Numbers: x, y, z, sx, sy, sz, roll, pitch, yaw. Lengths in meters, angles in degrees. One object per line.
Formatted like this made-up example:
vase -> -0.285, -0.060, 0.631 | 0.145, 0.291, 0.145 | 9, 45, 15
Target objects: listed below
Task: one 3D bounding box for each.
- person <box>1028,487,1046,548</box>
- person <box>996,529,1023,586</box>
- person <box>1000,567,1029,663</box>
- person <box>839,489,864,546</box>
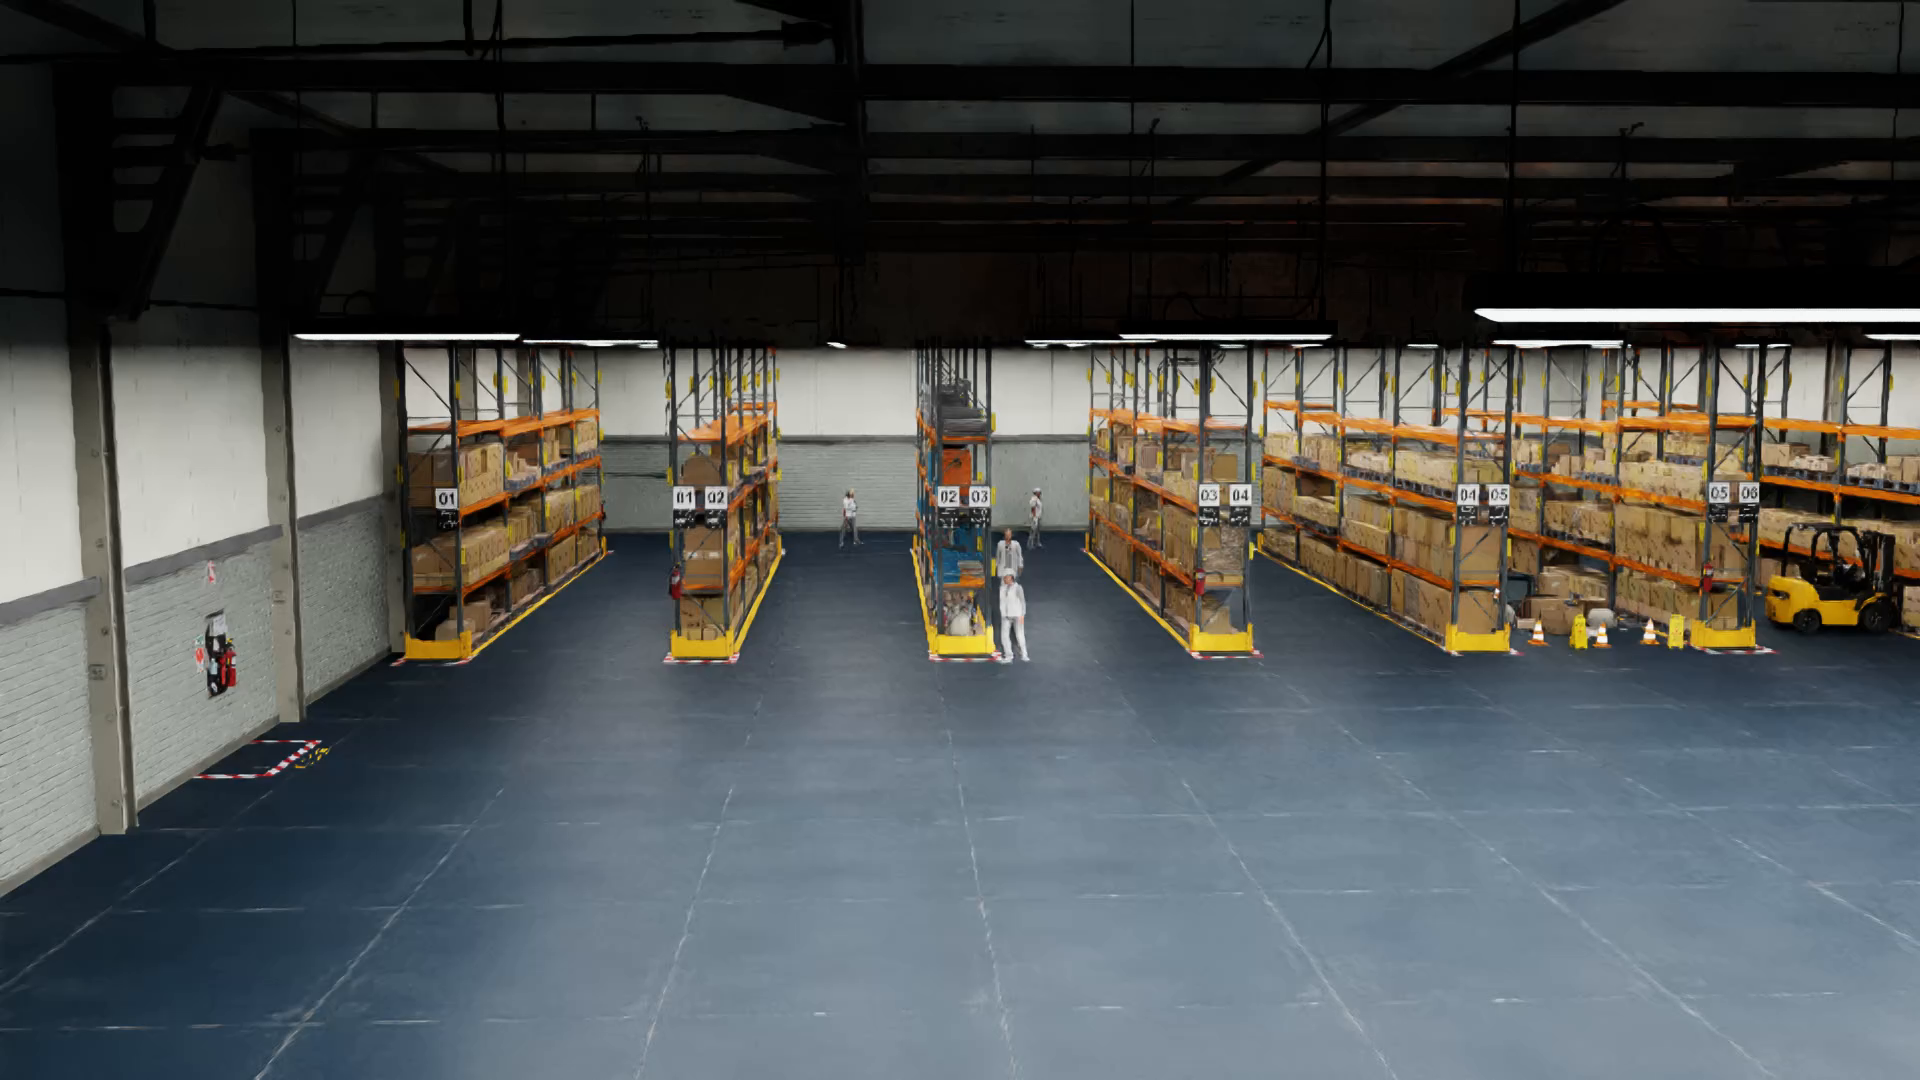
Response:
person -> 2.221, -0.660, 48.257 | 0.443, 1.785, 0.641 | 2, 7, 18
person -> 1.102, 0.608, 37.488 | 0.603, 1.724, 1.110 | 0, 7, -4
person -> 0.979, 1.374, 30.685 | 0.557, 1.761, 0.570 | 4, 8, 33
person -> -3.240, -0.682, 49.009 | 0.557, 1.672, 0.700 | 4, 8, 34
